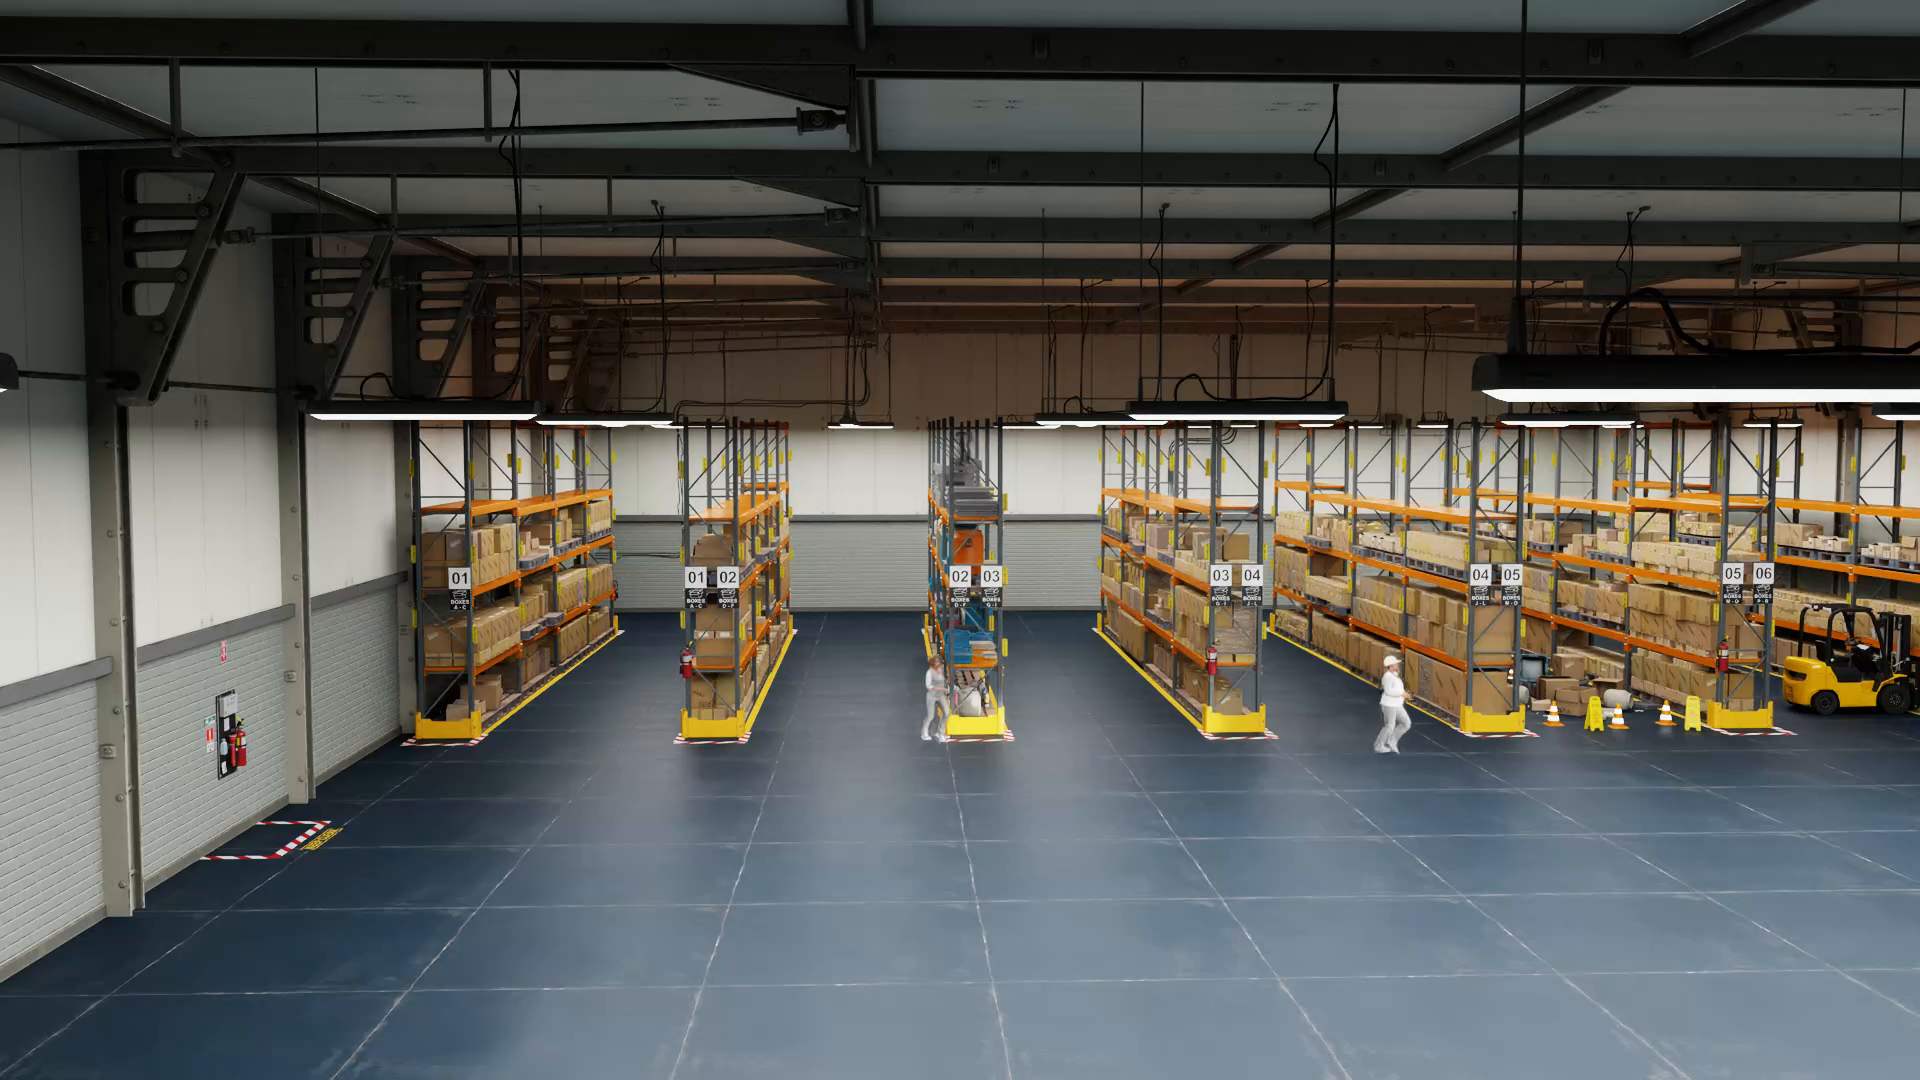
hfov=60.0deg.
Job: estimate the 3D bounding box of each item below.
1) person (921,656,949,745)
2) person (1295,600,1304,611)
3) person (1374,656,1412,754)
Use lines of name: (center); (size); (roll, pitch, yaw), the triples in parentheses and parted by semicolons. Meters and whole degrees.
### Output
person: (-0.438, 2.933, 30.468); (0.530, 1.625, 0.707); (-3, 5, -41)
person: (10.089, 1.637, 49.097); (0.941, 1.747, 0.711); (-1, 4, -21)
person: (7.678, 2.927, 29.419); (0.699, 1.773, 0.633); (2, 4, 33)
